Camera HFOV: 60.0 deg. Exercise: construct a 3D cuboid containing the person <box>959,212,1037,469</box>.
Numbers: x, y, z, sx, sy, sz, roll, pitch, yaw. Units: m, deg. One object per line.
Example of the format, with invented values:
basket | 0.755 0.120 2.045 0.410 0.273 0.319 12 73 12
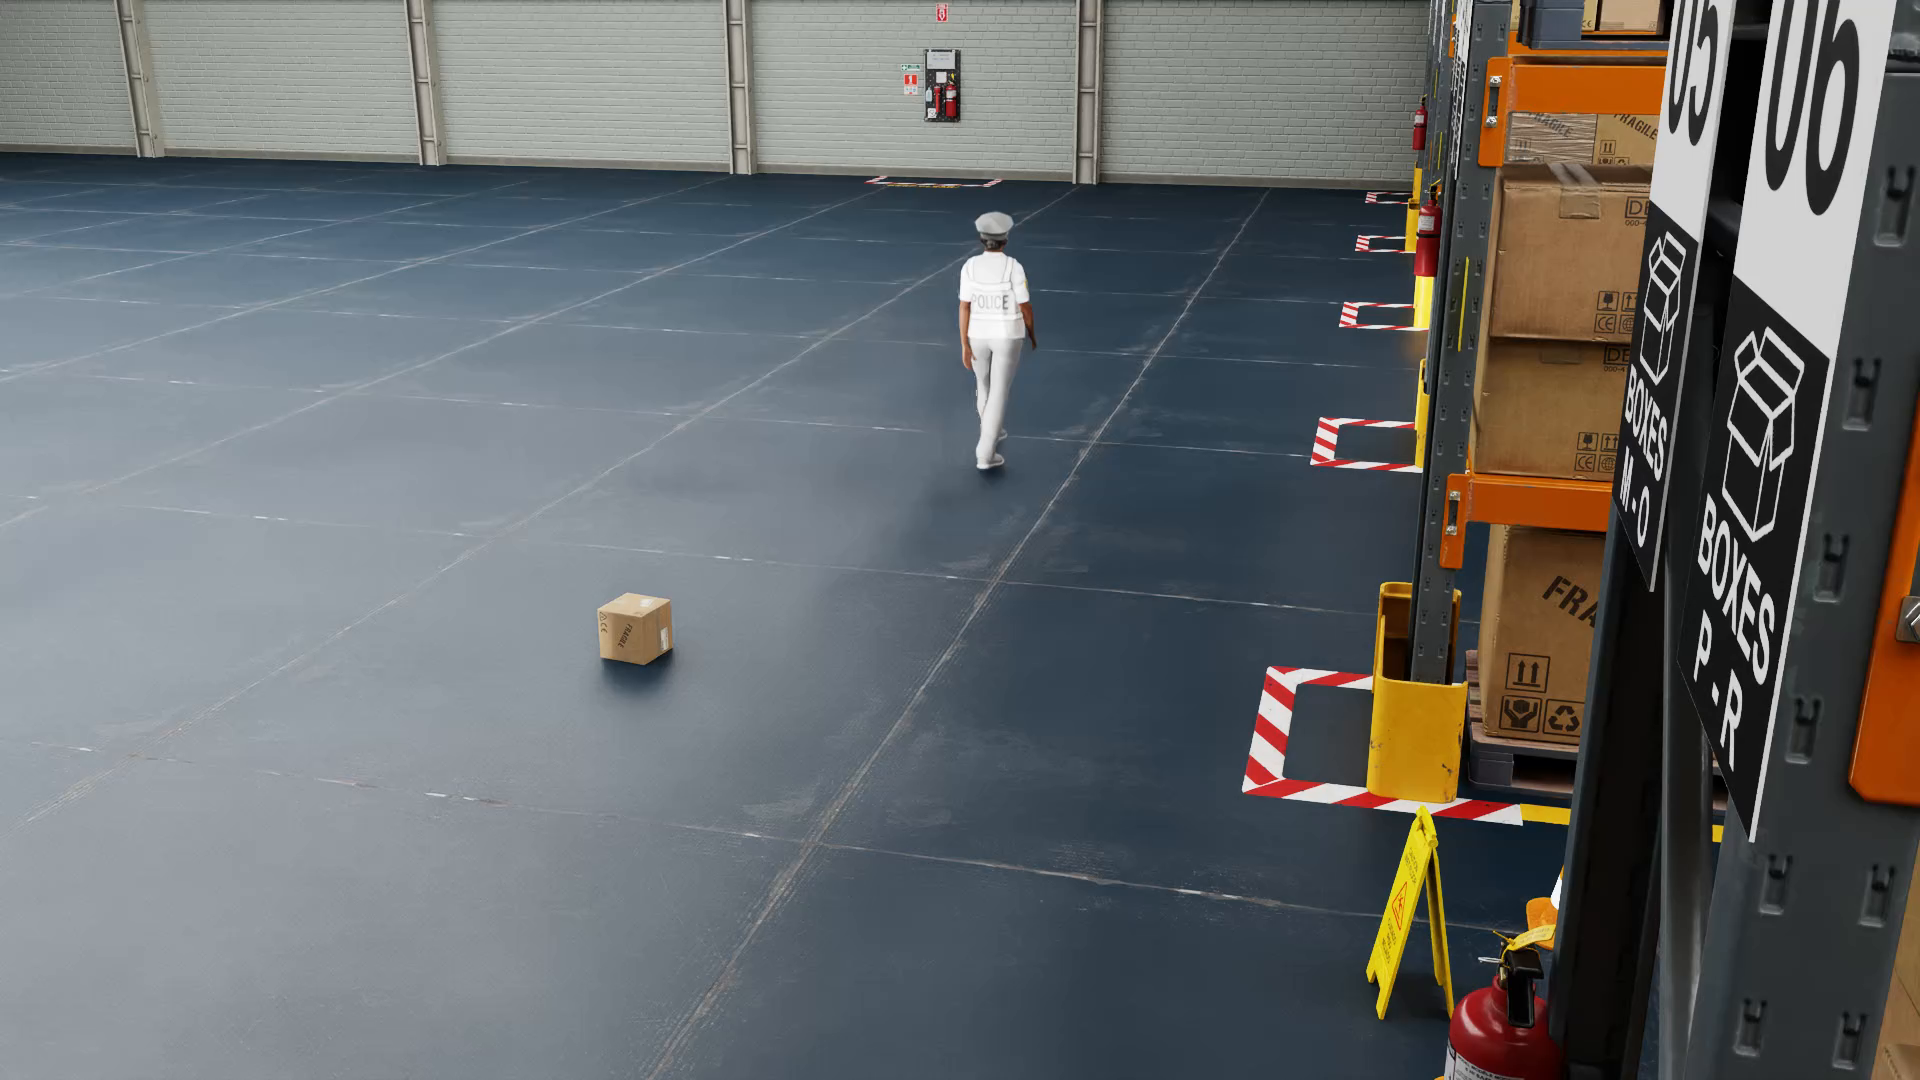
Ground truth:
person | 0.274 -1.361 11.071 0.458 1.642 0.937 6 19 19
